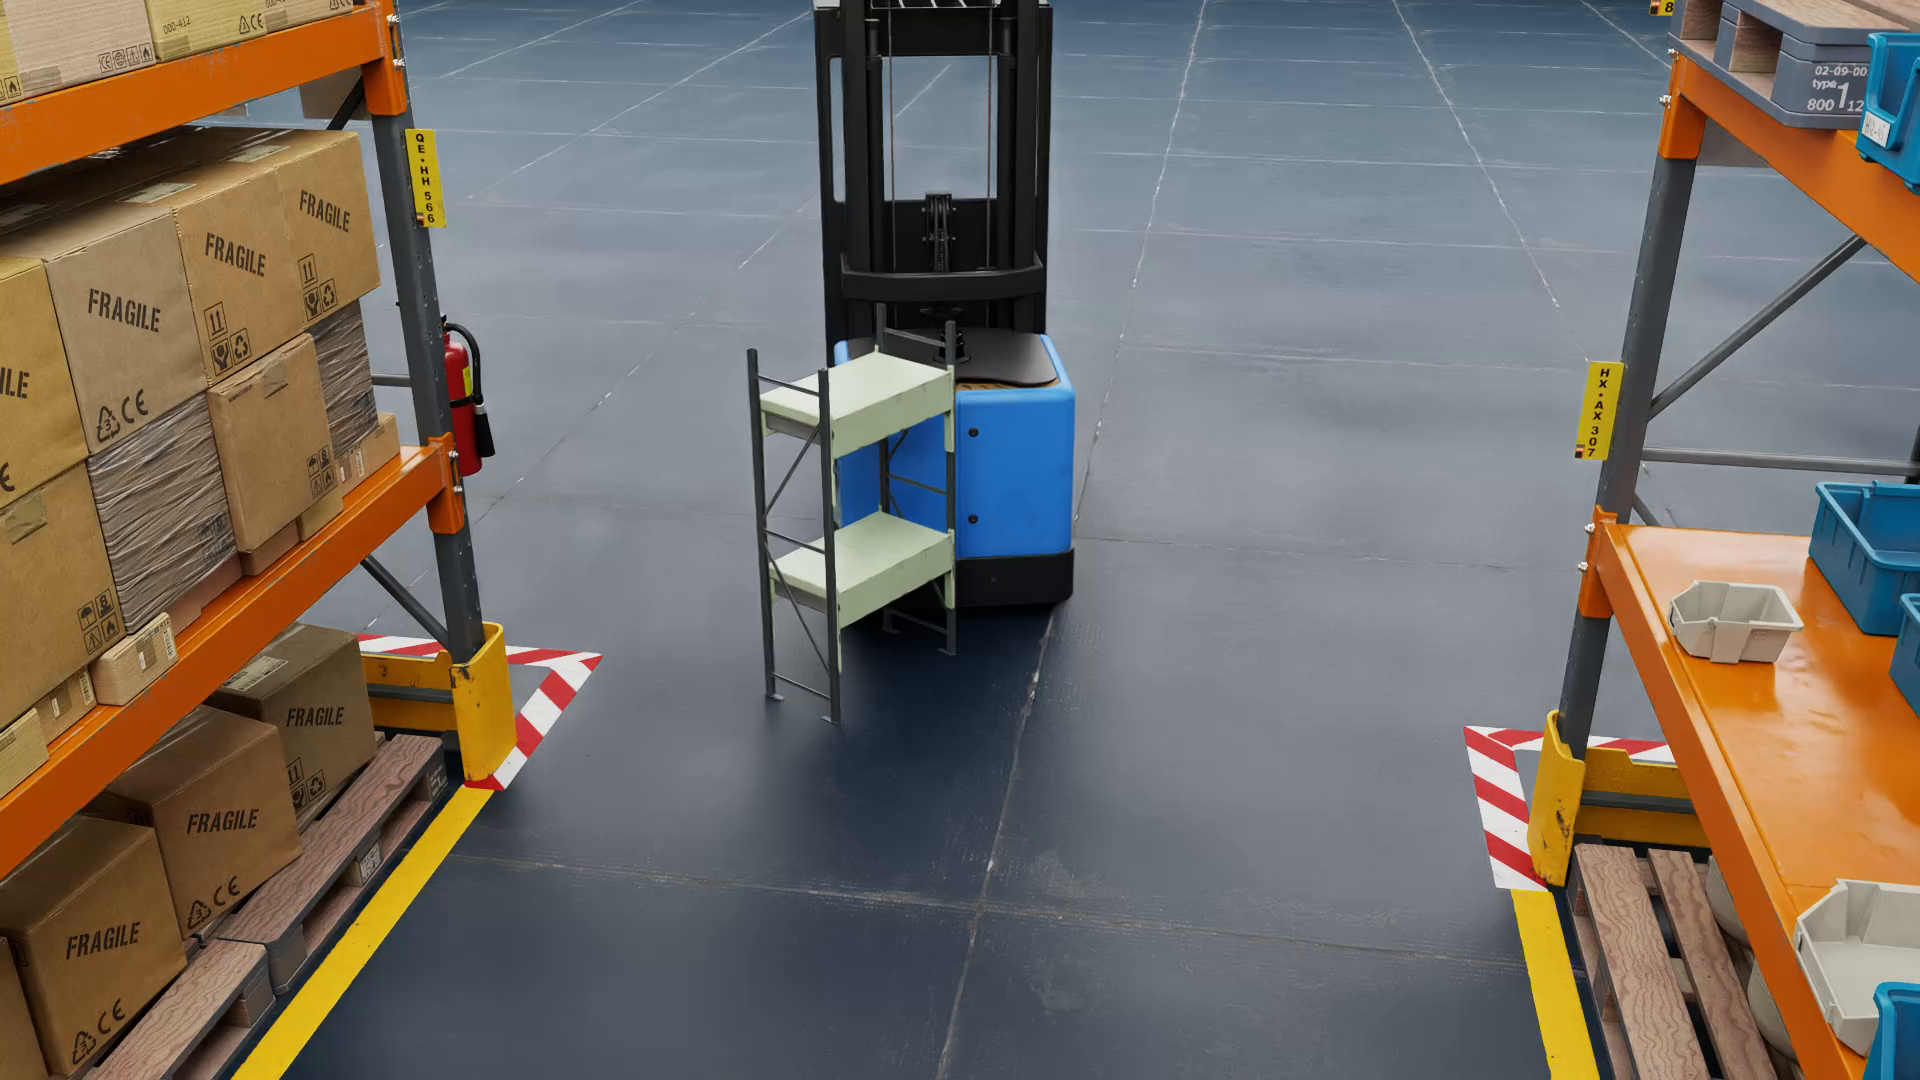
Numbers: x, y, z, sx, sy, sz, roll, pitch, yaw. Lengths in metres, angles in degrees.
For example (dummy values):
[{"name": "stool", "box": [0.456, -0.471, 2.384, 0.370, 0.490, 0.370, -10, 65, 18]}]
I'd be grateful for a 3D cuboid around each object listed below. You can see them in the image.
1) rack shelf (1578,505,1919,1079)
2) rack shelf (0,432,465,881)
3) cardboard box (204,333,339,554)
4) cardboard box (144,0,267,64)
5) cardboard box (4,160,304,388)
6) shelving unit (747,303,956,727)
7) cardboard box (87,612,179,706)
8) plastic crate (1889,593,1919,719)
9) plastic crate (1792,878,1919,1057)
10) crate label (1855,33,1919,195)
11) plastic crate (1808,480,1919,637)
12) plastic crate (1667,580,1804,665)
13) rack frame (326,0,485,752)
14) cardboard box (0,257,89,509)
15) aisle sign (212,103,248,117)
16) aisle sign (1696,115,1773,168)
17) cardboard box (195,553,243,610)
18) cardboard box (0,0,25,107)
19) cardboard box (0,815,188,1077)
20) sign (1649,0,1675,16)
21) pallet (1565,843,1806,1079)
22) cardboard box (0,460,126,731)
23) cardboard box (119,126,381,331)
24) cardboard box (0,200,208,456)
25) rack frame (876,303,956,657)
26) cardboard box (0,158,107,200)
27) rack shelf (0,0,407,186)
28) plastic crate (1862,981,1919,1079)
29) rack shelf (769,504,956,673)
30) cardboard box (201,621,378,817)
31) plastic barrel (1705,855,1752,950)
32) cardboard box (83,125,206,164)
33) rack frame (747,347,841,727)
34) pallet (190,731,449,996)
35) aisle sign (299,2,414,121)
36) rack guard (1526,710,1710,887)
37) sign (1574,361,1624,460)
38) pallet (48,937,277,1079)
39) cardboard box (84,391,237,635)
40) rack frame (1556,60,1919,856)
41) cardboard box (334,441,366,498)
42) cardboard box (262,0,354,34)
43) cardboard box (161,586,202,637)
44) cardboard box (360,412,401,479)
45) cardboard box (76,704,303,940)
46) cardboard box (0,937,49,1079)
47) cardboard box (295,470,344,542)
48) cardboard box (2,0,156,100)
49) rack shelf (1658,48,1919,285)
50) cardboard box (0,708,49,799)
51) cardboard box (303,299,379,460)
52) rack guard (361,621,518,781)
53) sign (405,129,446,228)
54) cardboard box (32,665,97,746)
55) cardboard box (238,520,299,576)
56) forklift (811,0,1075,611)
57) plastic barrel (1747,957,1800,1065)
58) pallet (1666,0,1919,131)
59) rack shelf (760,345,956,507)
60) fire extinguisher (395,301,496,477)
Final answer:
[{"name": "rack shelf", "box": [2.233, 0.921, 3.592, 1.077, 0.370, 4.000, 4, 25, 9]}, {"name": "rack shelf", "box": [-2.653, 0.578, 4.326, 1.077, 0.370, 4.000, 4, 25, 9]}, {"name": "cardboard box", "box": [-2.406, -0.319, 4.924, 0.875, 0.500, 0.500, 4, 25, 9]}, {"name": "cardboard box", "box": [-2.233, -1.447, 4.441, 0.500, 0.250, 0.500, 4, 25, 9]}, {"name": "cardboard box", "box": [-2.248, -0.761, 4.688, 0.500, 0.500, 0.500, 4, 25, 9]}, {"name": "shelving unit", "box": [-0.409, -0.110, 6.716, 0.431, 1.500, 0.755, 19, 31, 35]}, {"name": "cardboard box", "box": [-2.310, 0.298, 4.372, 0.380, 0.149, 0.250, 4, 25, 9]}, {"name": "plastic crate", "box": [2.662, 0.327, 4.188, 0.499, 0.251, 0.408, 4, 25, 9]}, {"name": "plastic crate", "box": [1.922, 0.855, 3.197, 0.530, 0.136, 0.437, 4, 25, 9]}, {"name": "crate label", "box": [1.928, -0.772, 2.999, 0.502, 0.251, 0.408, 4, 25, 9]}, {"name": "plastic crate", "box": [2.774, 0.056, 4.767, 0.499, 0.251, 0.616, 4, 25, 9]}, {"name": "plastic crate", "box": [2.097, 0.230, 4.531, 0.298, 0.136, 0.250, 4, 25, 9]}, {"name": "rack frame", "box": [-2.326, -0.584, 5.960, 1.000, 3.000, 0.127, 4, 25, 9]}, {"name": "cardboard box", "box": [-2.422, -0.343, 3.796, 0.500, 0.500, 0.500, 4, 25, 9]}, {"name": "aisle sign", "box": [-2.612, -1.808, 5.509, 0.394, 0.787, 0.004, 4, 25, 9]}, {"name": "aisle sign", "box": [2.283, -1.469, 4.784, 0.394, 0.787, 0.004, 4, 25, 9]}, {"name": "cardboard box", "box": [-2.338, 0.081, 4.836, 0.380, 0.149, 0.250, 4, 25, 9]}, {"name": "cardboard box", "box": [-2.402, -1.022, 3.534, 0.500, 0.250, 0.500, 4, 25, 8]}, {"name": "cardboard box", "box": [-2.630, 1.130, 4.750, 0.500, 0.500, 0.500, 6, 26, 13]}, {"name": "sign", "box": [2.018, -1.644, 4.675, 0.100, 0.325, 0.005, 4, 25, 9]}, {"name": "pallet", "box": [2.456, 1.396, 5.018, 1.003, 0.211, 1.213, 4, 25, 9]}, {"name": "cardboard box", "box": [-2.624, 0.096, 4.039, 0.875, 0.500, 0.500, 4, 25, 9]}, {"name": "cardboard box", "box": [-2.172, -0.970, 5.136, 0.500, 0.500, 0.500, 4, 25, 9]}, {"name": "cardboard box", "box": [-2.332, -0.552, 4.242, 0.500, 0.500, 0.500, 4, 25, 9]}, {"name": "rack frame", "box": [-0.179, -0.231, 6.974, 0.400, 1.500, 0.023, 19, 31, 35]}, {"name": "cardboard box", "box": [-2.773, -0.797, 4.767, 0.500, 0.500, 0.500, 4, 25, 9]}, {"name": "rack shelf", "box": [-2.653, -0.781, 3.690, 1.077, 0.370, 4.000, 4, 25, 9]}, {"name": "plastic crate", "box": [1.820, 1.017, 2.714, 0.499, 0.251, 0.616, 4, 25, 9]}, {"name": "rack shelf", "box": [-0.409, 0.185, 6.854, 0.431, 0.370, 0.720, 19, 31, 35]}, {"name": "cardboard box", "box": [-2.445, 0.618, 5.846, 0.500, 0.500, 0.500, 9, 27, 18]}, {"name": "plastic barrel", "box": [2.528, 0.976, 5.066, 0.421, 0.512, 0.421, 0, 25, 0]}, {"name": "cardboard box", "box": [-2.685, -1.006, 5.213, 0.500, 0.500, 0.500, 4, 25, 9]}, {"name": "rack frame", "box": [-0.639, 0.011, 6.458, 0.400, 1.500, 0.023, 19, 31, 35]}, {"name": "pallet", "box": [-2.506, 1.048, 5.763, 1.003, 0.211, 1.213, 4, 25, 9]}, {"name": "aisle sign", "box": [-2.020, -1.767, 5.420, 0.394, 0.787, 0.004, 4, 25, 9]}, {"name": "rack guard", "box": [2.594, 0.926, 5.682, 1.175, 0.500, 0.348, 4, 25, 9]}, {"name": "sign", "box": [2.018, -0.406, 5.254, 0.100, 0.325, 0.005, 4, 25, 9]}, {"name": "pallet", "box": [-2.708, 1.556, 4.676, 1.003, 0.211, 1.213, 4, 25, 9]}, {"name": "cardboard box", "box": [-2.531, -0.113, 4.484, 0.875, 0.500, 0.500, 4, 25, 9]}, {"name": "rack frame", "box": [2.560, -0.241, 5.227, 1.000, 3.000, 0.127, 4, 25, 9]}, {"name": "cardboard box", "box": [-2.210, -0.233, 5.505, 0.380, 0.149, 0.250, 4, 25, 9]}, {"name": "cardboard box", "box": [-2.154, -1.656, 4.888, 0.500, 0.250, 0.500, 5, 25, 10]}, {"name": "cardboard box", "box": [-2.357, 0.187, 4.609, 0.380, 0.149, 0.250, 4, 25, 9]}, {"name": "cardboard box", "box": [-2.169, -0.337, 5.728, 0.380, 0.149, 0.250, 4, 25, 9]}, {"name": "cardboard box", "box": [-2.509, 0.870, 5.306, 0.500, 0.500, 0.500, 11, 27, 22]}, {"name": "cardboard box", "box": [-2.765, 1.361, 4.258, 0.500, 0.500, 0.500, 2, 25, 4]}, {"name": "cardboard box", "box": [-2.201, -0.124, 5.274, 0.380, 0.149, 0.250, 4, 25, 9]}, {"name": "cardboard box", "box": [-2.325, -1.233, 3.984, 0.500, 0.250, 0.500, 5, 25, 10]}, {"name": "rack shelf", "box": [2.233, -0.437, 2.957, 1.077, 0.370, 4.000, 4, 25, 9]}, {"name": "cardboard box", "box": [-2.416, 0.505, 3.929, 0.380, 0.149, 0.250, 4, 25, 9]}, {"name": "cardboard box", "box": [-2.443, -0.536, 5.389, 0.875, 0.500, 0.500, 4, 25, 9]}, {"name": "rack guard", "box": [-2.338, 0.580, 6.422, 1.175, 0.500, 0.348, 4, 25, 9]}, {"name": "sign", "box": [-1.782, -1.205, 5.548, 0.100, 0.325, 0.005, 4, 25, 9]}, {"name": "cardboard box", "box": [-2.420, 0.397, 4.159, 0.380, 0.149, 0.250, 4, 25, 9]}, {"name": "cardboard box", "box": [-2.257, -0.021, 5.053, 0.380, 0.149, 0.250, 4, 25, 9]}, {"name": "forklift", "box": [-0.146, -1.601, 8.212, 1.130, 2.935, 3.031, -2, 25, -5]}, {"name": "plastic barrel", "box": [2.446, 1.186, 4.618, 0.421, 0.512, 0.421, 0, 25, 0]}, {"name": "pallet", "box": [2.329, -1.175, 3.906, 1.003, 0.211, 1.213, 4, 25, 9]}, {"name": "rack shelf", "box": [-0.409, -0.463, 6.550, 0.431, 0.370, 0.720, 19, 31, 35]}, {"name": "fire extinguisher", "box": [-1.853, -0.565, 6.011, 0.296, 0.674, 0.183, 4, 25, 9]}]
